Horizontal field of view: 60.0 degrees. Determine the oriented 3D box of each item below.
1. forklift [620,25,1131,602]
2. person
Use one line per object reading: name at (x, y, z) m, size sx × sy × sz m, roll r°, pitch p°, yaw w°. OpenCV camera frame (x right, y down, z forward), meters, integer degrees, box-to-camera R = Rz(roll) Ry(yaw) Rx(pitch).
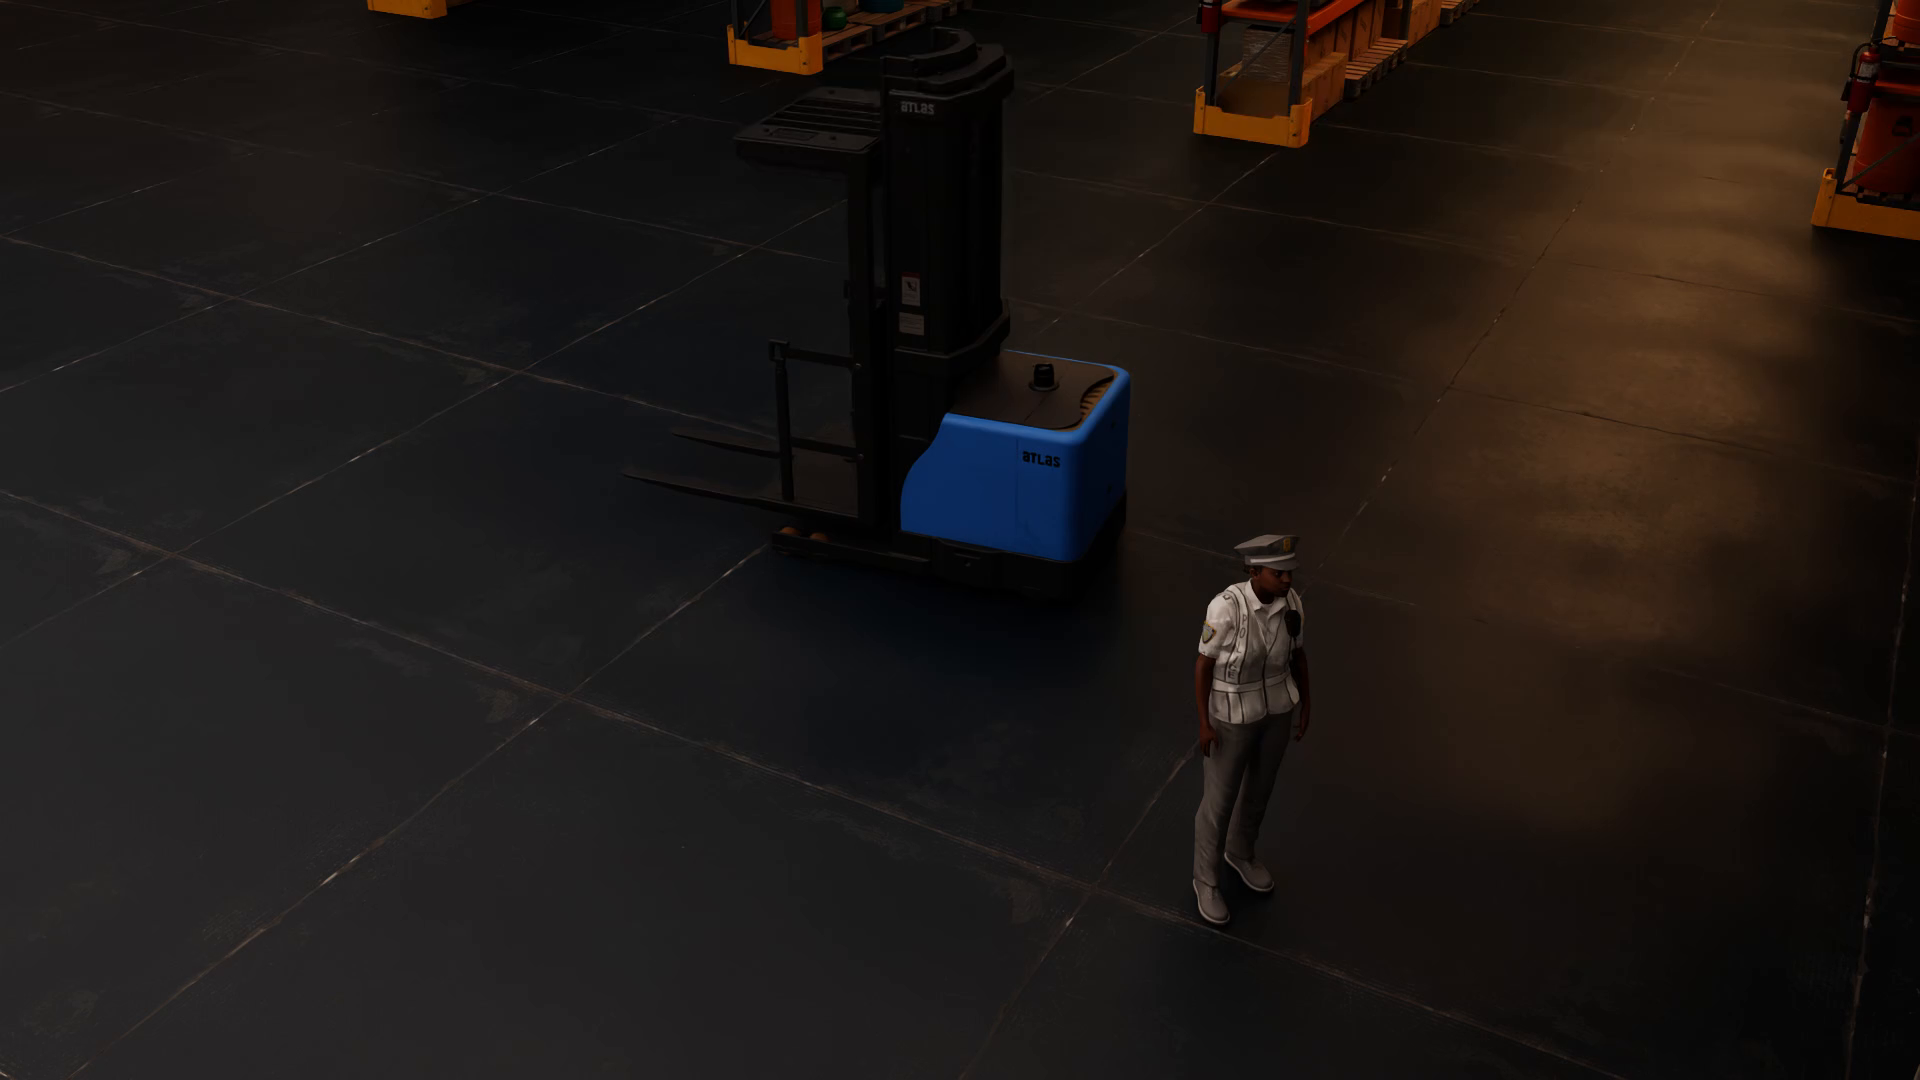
forklift at (-0.575, -1.376, 9.454) m, size 3.031 × 2.935 × 1.130 m, roll 11°, pitch 32°, yaw 18°
person at (1.243, 0.759, 6.978) m, size 0.570 × 1.695 × 0.530 m, roll -11°, pitch 32°, yaw -18°
